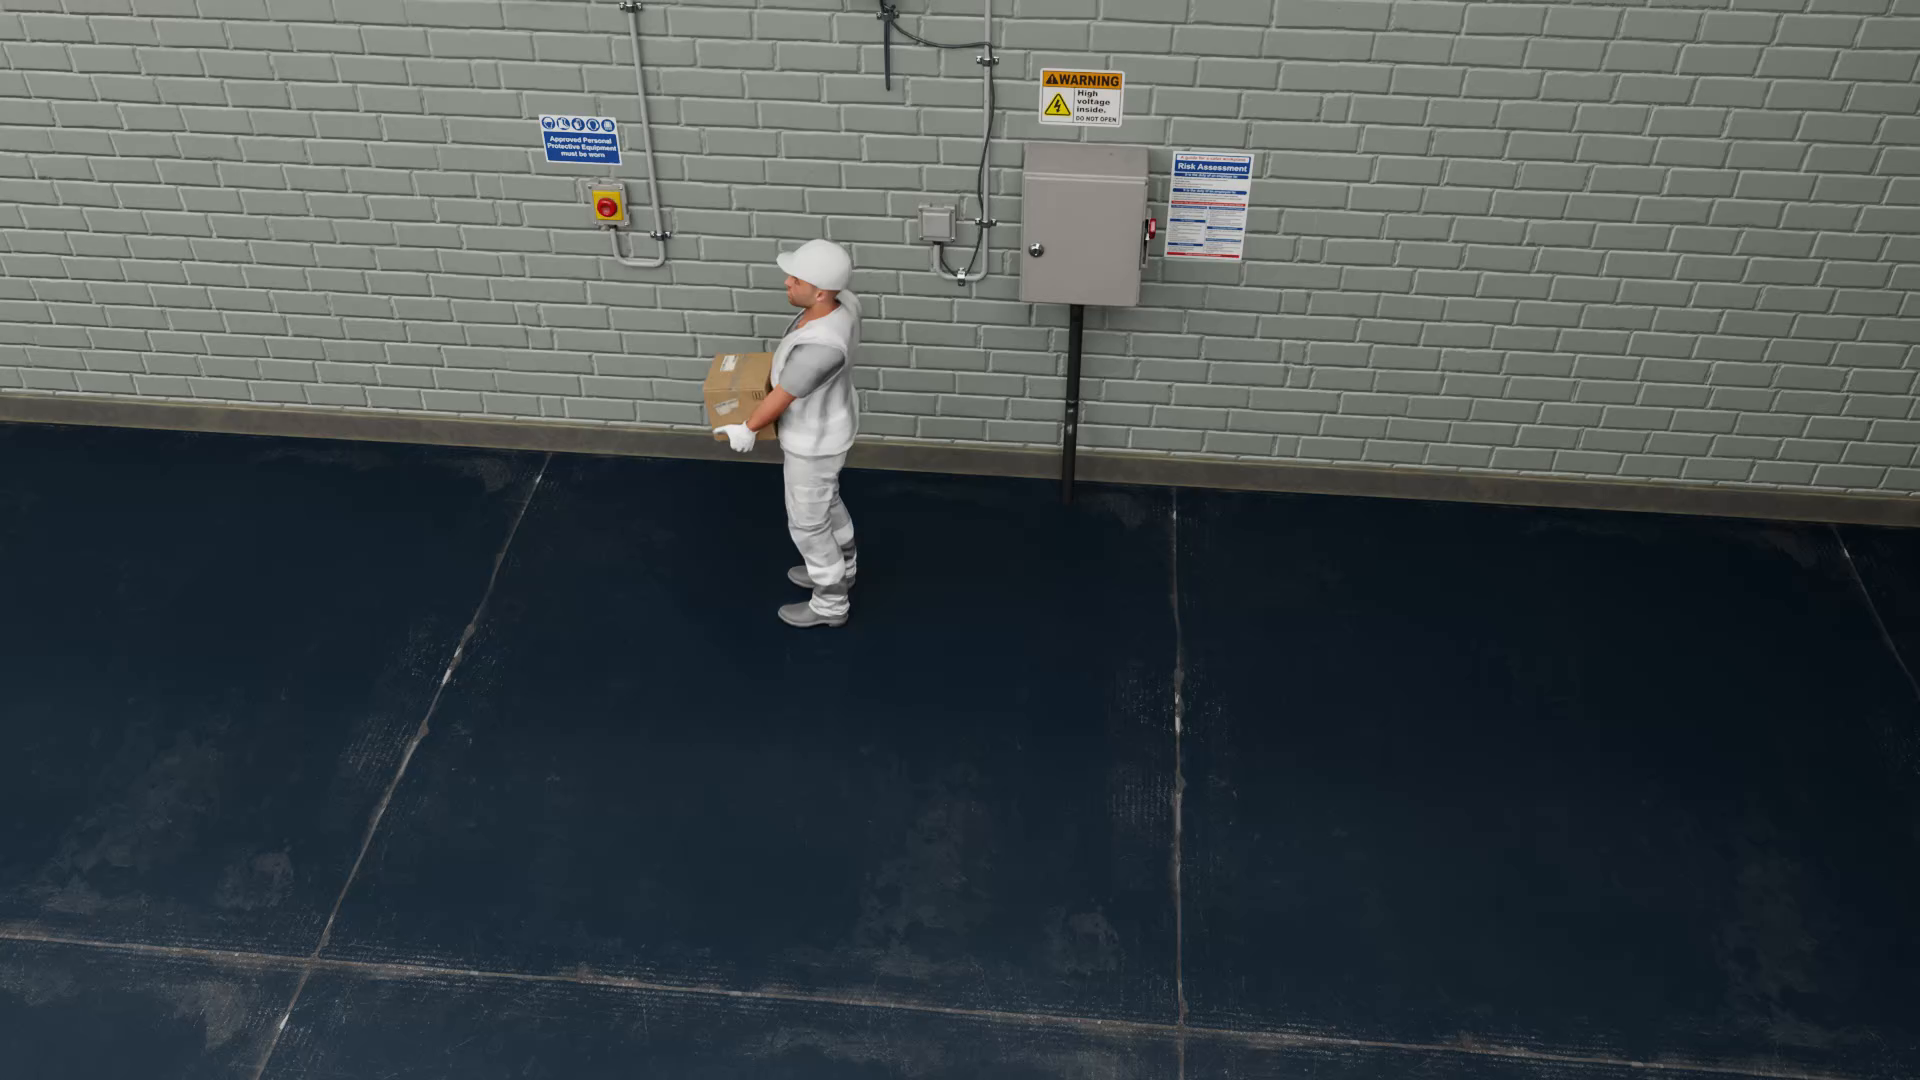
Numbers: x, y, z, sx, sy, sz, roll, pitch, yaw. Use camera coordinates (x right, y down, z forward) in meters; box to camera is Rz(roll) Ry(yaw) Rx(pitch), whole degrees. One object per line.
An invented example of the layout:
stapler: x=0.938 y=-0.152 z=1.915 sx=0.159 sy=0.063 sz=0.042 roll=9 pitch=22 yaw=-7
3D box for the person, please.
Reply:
person: x=-0.674 y=-0.417 z=6.643 sx=0.568 sy=1.783 sz=0.494 roll=4 pitch=40 yaw=5
